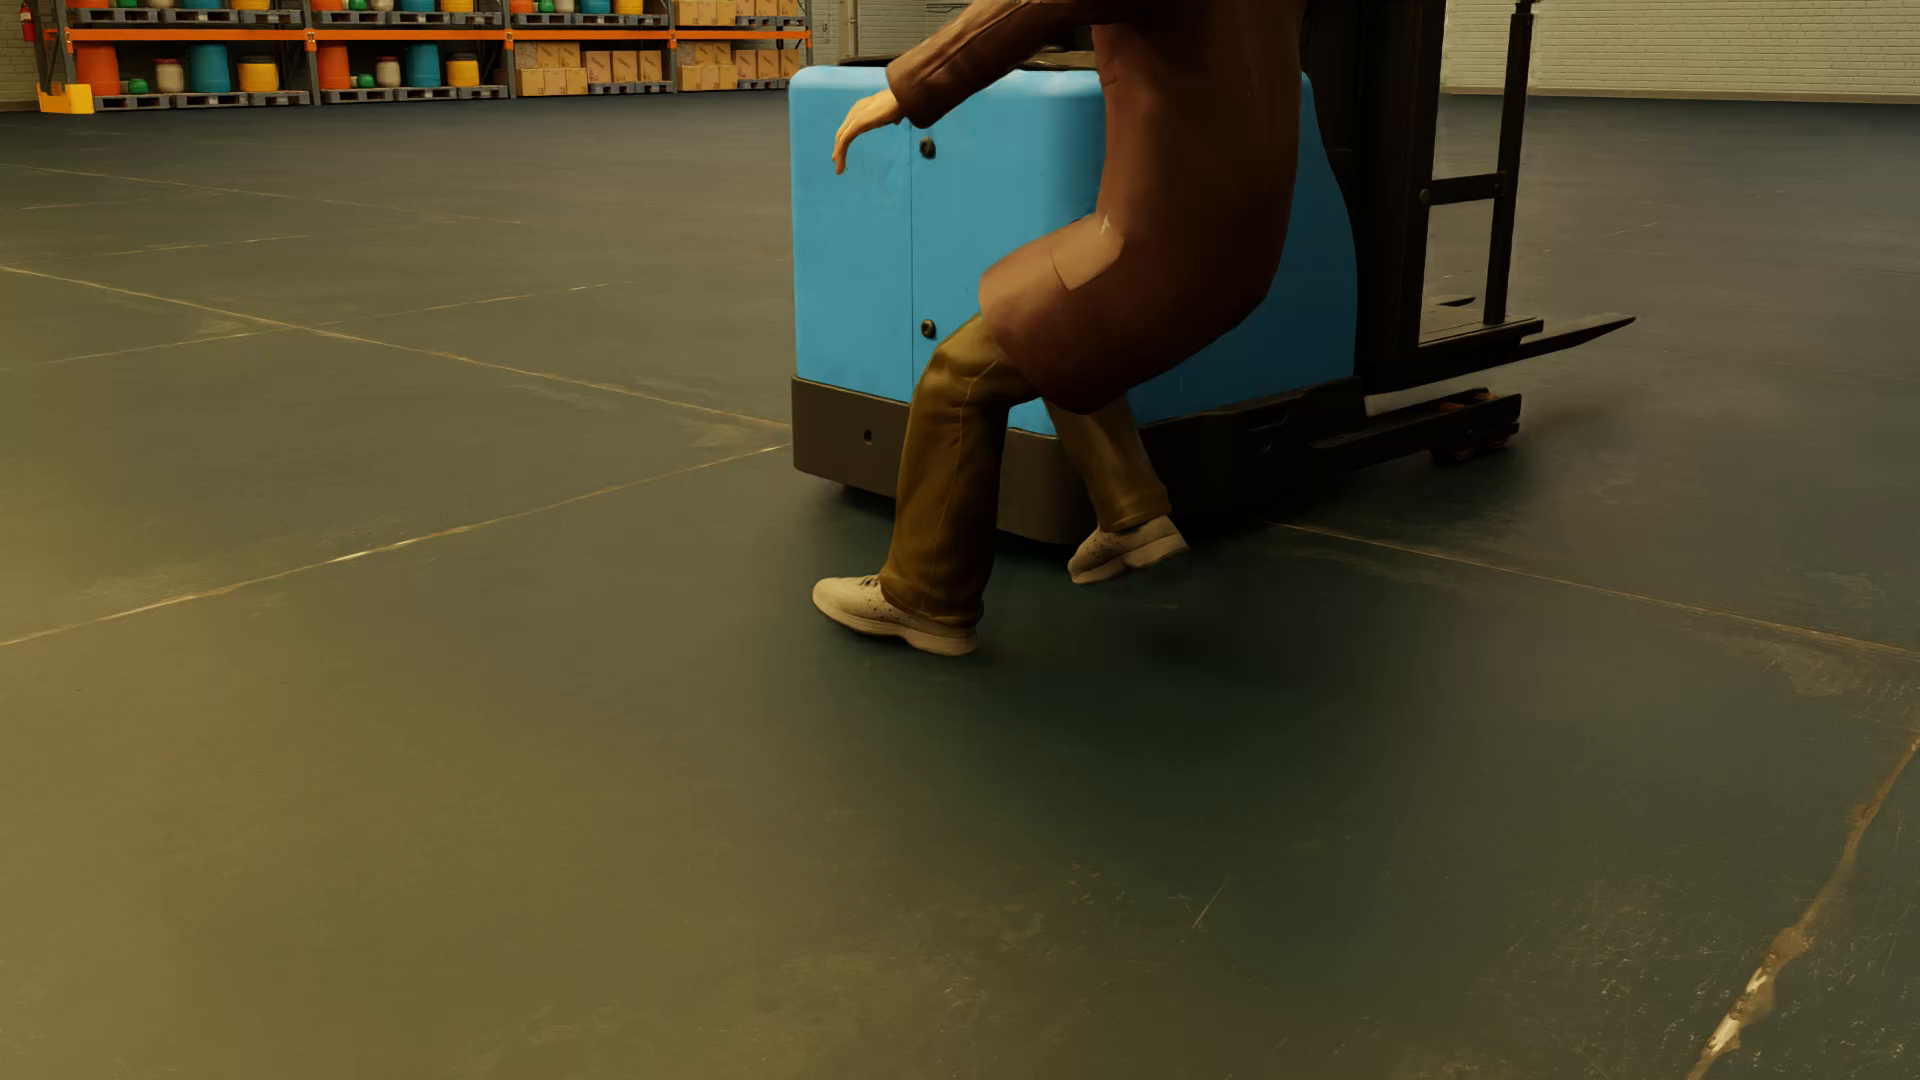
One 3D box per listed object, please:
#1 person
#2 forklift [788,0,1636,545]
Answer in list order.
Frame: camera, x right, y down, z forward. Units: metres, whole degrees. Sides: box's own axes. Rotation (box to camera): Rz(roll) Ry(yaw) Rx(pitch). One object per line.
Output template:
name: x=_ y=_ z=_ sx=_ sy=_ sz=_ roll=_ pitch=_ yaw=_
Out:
person: x=0.170 y=-0.571 z=3.055 sx=0.854 sy=1.612 sz=1.125 roll=13 pitch=21 yaw=37
forklift: x=0.984 y=-1.722 z=4.568 sx=3.031 sy=2.935 sz=1.130 roll=-15 pitch=23 yaw=-41
